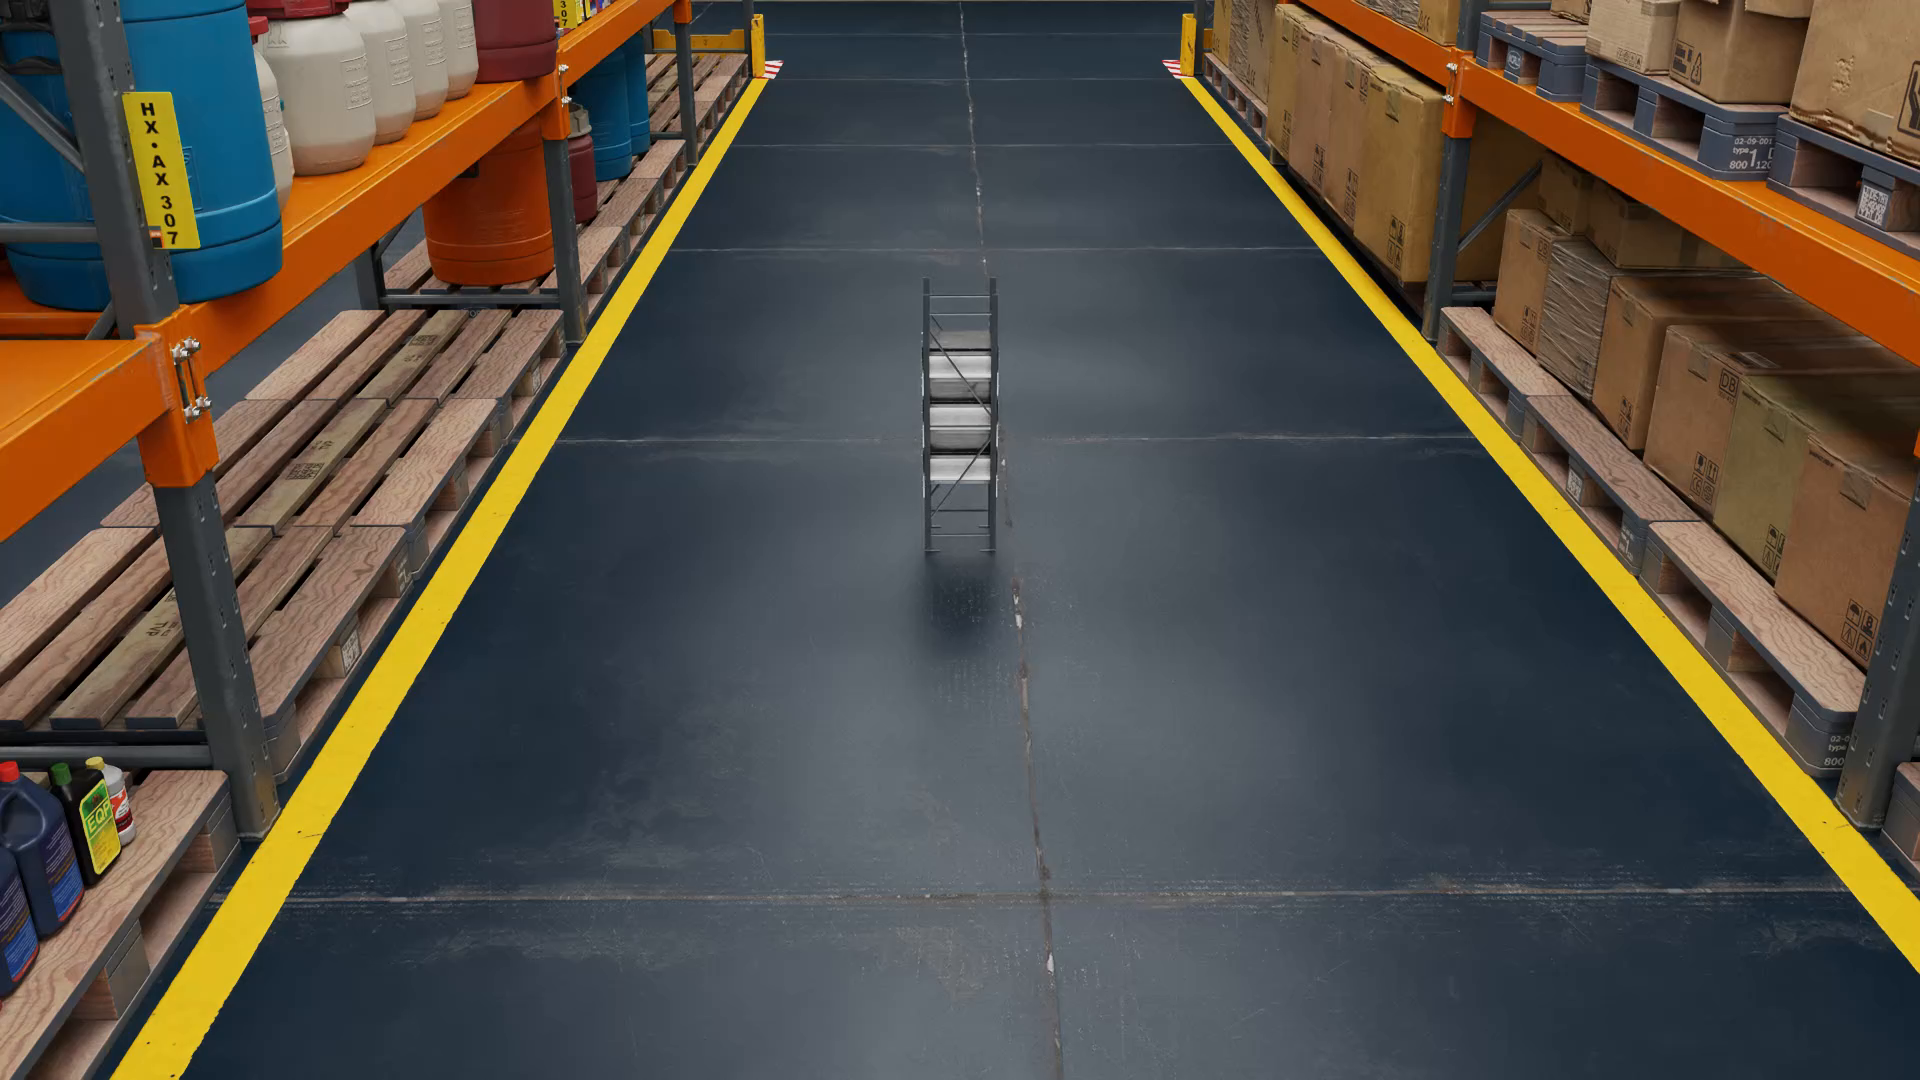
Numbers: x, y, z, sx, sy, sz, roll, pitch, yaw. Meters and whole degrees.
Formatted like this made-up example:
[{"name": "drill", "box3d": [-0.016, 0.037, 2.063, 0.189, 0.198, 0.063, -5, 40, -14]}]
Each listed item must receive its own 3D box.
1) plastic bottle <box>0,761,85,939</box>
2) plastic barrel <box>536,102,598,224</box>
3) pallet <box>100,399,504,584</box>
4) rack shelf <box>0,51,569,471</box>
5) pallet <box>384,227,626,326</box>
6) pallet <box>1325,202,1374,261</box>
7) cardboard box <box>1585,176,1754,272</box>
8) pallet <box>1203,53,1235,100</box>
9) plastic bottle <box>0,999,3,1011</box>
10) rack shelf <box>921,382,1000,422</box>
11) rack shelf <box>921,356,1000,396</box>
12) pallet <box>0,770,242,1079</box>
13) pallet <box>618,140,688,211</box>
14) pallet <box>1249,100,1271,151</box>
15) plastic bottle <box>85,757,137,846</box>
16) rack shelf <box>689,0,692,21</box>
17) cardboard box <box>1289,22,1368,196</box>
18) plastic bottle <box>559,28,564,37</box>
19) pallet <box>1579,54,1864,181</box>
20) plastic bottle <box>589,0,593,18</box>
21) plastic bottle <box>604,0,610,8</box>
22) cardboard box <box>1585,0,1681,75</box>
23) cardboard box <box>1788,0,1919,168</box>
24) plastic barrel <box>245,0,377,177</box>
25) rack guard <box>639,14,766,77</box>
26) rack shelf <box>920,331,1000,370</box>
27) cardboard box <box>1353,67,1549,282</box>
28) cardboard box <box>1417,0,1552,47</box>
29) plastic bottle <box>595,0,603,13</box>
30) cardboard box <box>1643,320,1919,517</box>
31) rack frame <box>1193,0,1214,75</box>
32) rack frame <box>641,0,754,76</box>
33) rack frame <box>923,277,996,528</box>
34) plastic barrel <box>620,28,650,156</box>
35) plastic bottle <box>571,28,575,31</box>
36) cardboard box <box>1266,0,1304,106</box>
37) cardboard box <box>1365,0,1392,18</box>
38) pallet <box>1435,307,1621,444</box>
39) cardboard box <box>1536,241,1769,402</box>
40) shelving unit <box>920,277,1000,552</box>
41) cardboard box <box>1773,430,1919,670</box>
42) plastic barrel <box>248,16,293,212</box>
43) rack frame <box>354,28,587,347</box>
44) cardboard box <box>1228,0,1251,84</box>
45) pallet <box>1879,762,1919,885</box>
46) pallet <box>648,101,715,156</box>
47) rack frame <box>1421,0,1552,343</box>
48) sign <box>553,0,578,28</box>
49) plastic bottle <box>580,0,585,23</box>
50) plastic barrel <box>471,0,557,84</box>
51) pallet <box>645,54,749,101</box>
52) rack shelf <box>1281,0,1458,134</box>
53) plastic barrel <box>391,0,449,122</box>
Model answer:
[{"name": "plastic bottle", "box3d": [-1.924, 0.625, 3.409, 0.144, 0.351, 0.185, -1, 24, -2]}, {"name": "plastic barrel", "box3d": [-2.297, -2.053, 9.067, 0.600, 0.588, 0.708, 0, 24, -1]}, {"name": "pallet", "box3d": [-2.282, -0.202, 5.941, 1.003, 0.211, 1.213, 0, 24, -1]}, {"name": "rack shelf", "box3d": [-2.241, -1.142, 5.508, 1.077, 0.370, 4.000, 0, 24, -1]}, {"name": "pallet", "box3d": [-2.313, -1.348, 8.474, 1.003, 0.211, 1.213, 0, 24, -1]}, {"name": "pallet", "box3d": [2.747, -1.872, 9.633, 1.003, 0.211, 1.213, 0, 24, -1]}, {"name": "cardboard box", "box3d": [2.743, -1.225, 6.408, 0.500, 0.250, 0.500, 2, 24, 5]}, {"name": "pallet", "box3d": [2.690, -4.013, 14.367, 1.003, 0.211, 1.213, 0, 24, -1]}, {"name": "plastic bottle", "box3d": [-1.878, 0.802, 3.100, 0.061, 0.283, 0.133, 1, 24, 3]}, {"name": "rack shelf", "box3d": [0.000, -0.465, 5.549, 0.258, 0.077, 0.200, 0, 24, -1]}, {"name": "rack shelf", "box3d": [0.000, -0.547, 5.512, 0.258, 0.077, 0.200, 0, 24, -1]}, {"name": "pallet", "box3d": [-2.253, 0.902, 3.500, 1.003, 0.211, 1.213, 0, 24, -1]}, {"name": "pallet", "box3d": [-2.339, -2.353, 10.697, 1.003, 0.211, 1.213, 0, 24, -1]}, {"name": "pallet", "box3d": [2.716, -3.008, 12.144, 1.003, 0.211, 1.213, 0, 24, -1]}, {"name": "plastic bottle", "box3d": [-1.903, 0.577, 3.696, 0.097, 0.201, 0.097, 0, 24, 0]}, {"name": "rack shelf", "box3d": [-2.328, -4.438, 12.797, 1.077, 0.370, 4.000, 0, 24, -1]}, {"name": "cardboard box", "box3d": [2.684, -2.556, 9.830, 1.225, 0.875, 0.875, -1, 24, -2]}, {"name": "plastic bottle", "box3d": [-1.919, -2.471, 7.815, 0.097, 0.201, 0.097, 0, 24, 0]}, {"name": "pallet", "box3d": [2.753, -1.413, 5.467, 1.003, 0.211, 1.213, 0, 24, -1]}, {"name": "plastic bottle", "box3d": [-1.927, -2.804, 8.465, 0.097, 0.271, 0.097, 0, 24, 0]}, {"name": "plastic bottle", "box3d": [-1.959, -2.989, 8.868, 0.152, 0.276, 0.135, 0, 24, -1]}, {"name": "cardboard box", "box3d": [2.478, -1.747, 5.646, 0.500, 0.250, 0.500, -1, 24, -2]}, {"name": "cardboard box", "box3d": [2.865, -1.461, 4.102, 1.000, 1.000, 1.000, 0, 24, 0]}, {"name": "plastic barrel", "box3d": [-2.018, -1.405, 5.052, 0.433, 0.535, 0.433, 0, 24, 0]}, {"name": "rack guard", "box3d": [-2.363, -4.461, 15.007, 1.175, 0.500, 0.348, 0, 24, -1]}, {"name": "rack shelf", "box3d": [0.000, -0.629, 5.474, 0.258, 0.077, 0.200, 0, 24, -1]}, {"name": "cardboard box", "box3d": [2.703, -1.824, 8.211, 1.225, 0.875, 0.875, -1, 24, -3]}, {"name": "cardboard box", "box3d": [2.437, -2.564, 7.658, 0.500, 0.500, 0.500, 0, 24, 1]}, {"name": "plastic bottle", "box3d": [-1.911, -2.897, 8.657, 0.061, 0.283, 0.133, 0, 24, -1]}, {"name": "cardboard box", "box3d": [2.756, -0.410, 5.515, 0.700, 0.500, 0.500, -2, 24, -5]}, {"name": "rack frame", "box3d": [2.603, -5.613, 14.520, 1.000, 3.000, 0.127, 0, 24, -1]}, {"name": "rack frame", "box3d": [-2.350, -5.590, 14.471, 1.000, 3.000, 0.127, 0, 24, -1]}, {"name": "rack frame", "box3d": [-0.001, -0.455, 5.665, 0.240, 0.900, 0.006, 0, 24, -1]}, {"name": "plastic barrel", "box3d": [-2.317, -2.953, 10.676, 0.600, 0.901, 0.708, 0, 24, -1]}, {"name": "plastic bottle", "box3d": [-1.949, -2.608, 8.026, 0.152, 0.276, 0.135, 0, 24, -1]}, {"name": "cardboard box", "box3d": [2.719, -3.460, 11.829, 0.875, 0.875, 0.875, 0, 24, -1]}, {"name": "cardboard box", "box3d": [2.429, -2.983, 8.585, 0.500, 0.500, 0.500, -1, 24, -2]}, {"name": "pallet", "box3d": [2.697, -0.724, 7.094, 1.003, 0.211, 1.213, 0, 24, -1]}, {"name": "cardboard box", "box3d": [2.736, -0.873, 6.540, 0.700, 0.500, 0.500, -2, 24, -5]}, {"name": "shelving unit", "box3d": [0.000, -0.413, 5.572, 0.258, 0.900, 0.210, 0, 24, -1]}, {"name": "cardboard box", "box3d": [2.749, 0.018, 4.571, 0.700, 0.500, 0.500, -2, 24, -5]}, {"name": "plastic barrel", "box3d": [-2.010, -1.103, 4.383, 0.433, 0.535, 0.433, 0, 24, 0]}, {"name": "rack frame", "box3d": [-2.263, -2.294, 7.182, 1.000, 3.000, 0.127, 0, 24, -1]}, {"name": "cardboard box", "box3d": [2.700, -4.198, 13.460, 0.875, 0.875, 0.875, 0, 24, -1]}, {"name": "pallet", "box3d": [2.776, 0.879, 3.550, 1.003, 0.211, 1.213, 0, 24, -1]}, {"name": "pallet", "box3d": [-2.353, -2.974, 12.070, 1.003, 0.211, 1.213, 0, 24, -1]}, {"name": "rack frame", "box3d": [2.690, -2.316, 7.231, 1.000, 3.000, 0.127, 0, 24, -1]}, {"name": "sign", "box3d": [-1.712, -2.374, 7.160, 0.100, 0.325, 0.005, 0, 24, -1]}, {"name": "plastic bottle", "box3d": [-1.924, -2.677, 8.269, 0.097, 0.201, 0.097, 0, 24, 0]}, {"name": "plastic barrel", "box3d": [-1.955, -2.166, 6.734, 0.600, 0.536, 0.708, 0, 24, -1]}, {"name": "pallet", "box3d": [-2.380, -3.980, 14.293, 1.003, 0.211, 1.213, 0, 24, -1]}, {"name": "rack shelf", "box3d": [2.668, -2.812, 9.201, 1.077, 0.370, 4.000, 0, 24, -1]}, {"name": "plastic barrel", "box3d": [-2.033, -1.748, 5.840, 0.421, 0.512, 0.421, 0, 24, 0]}]
